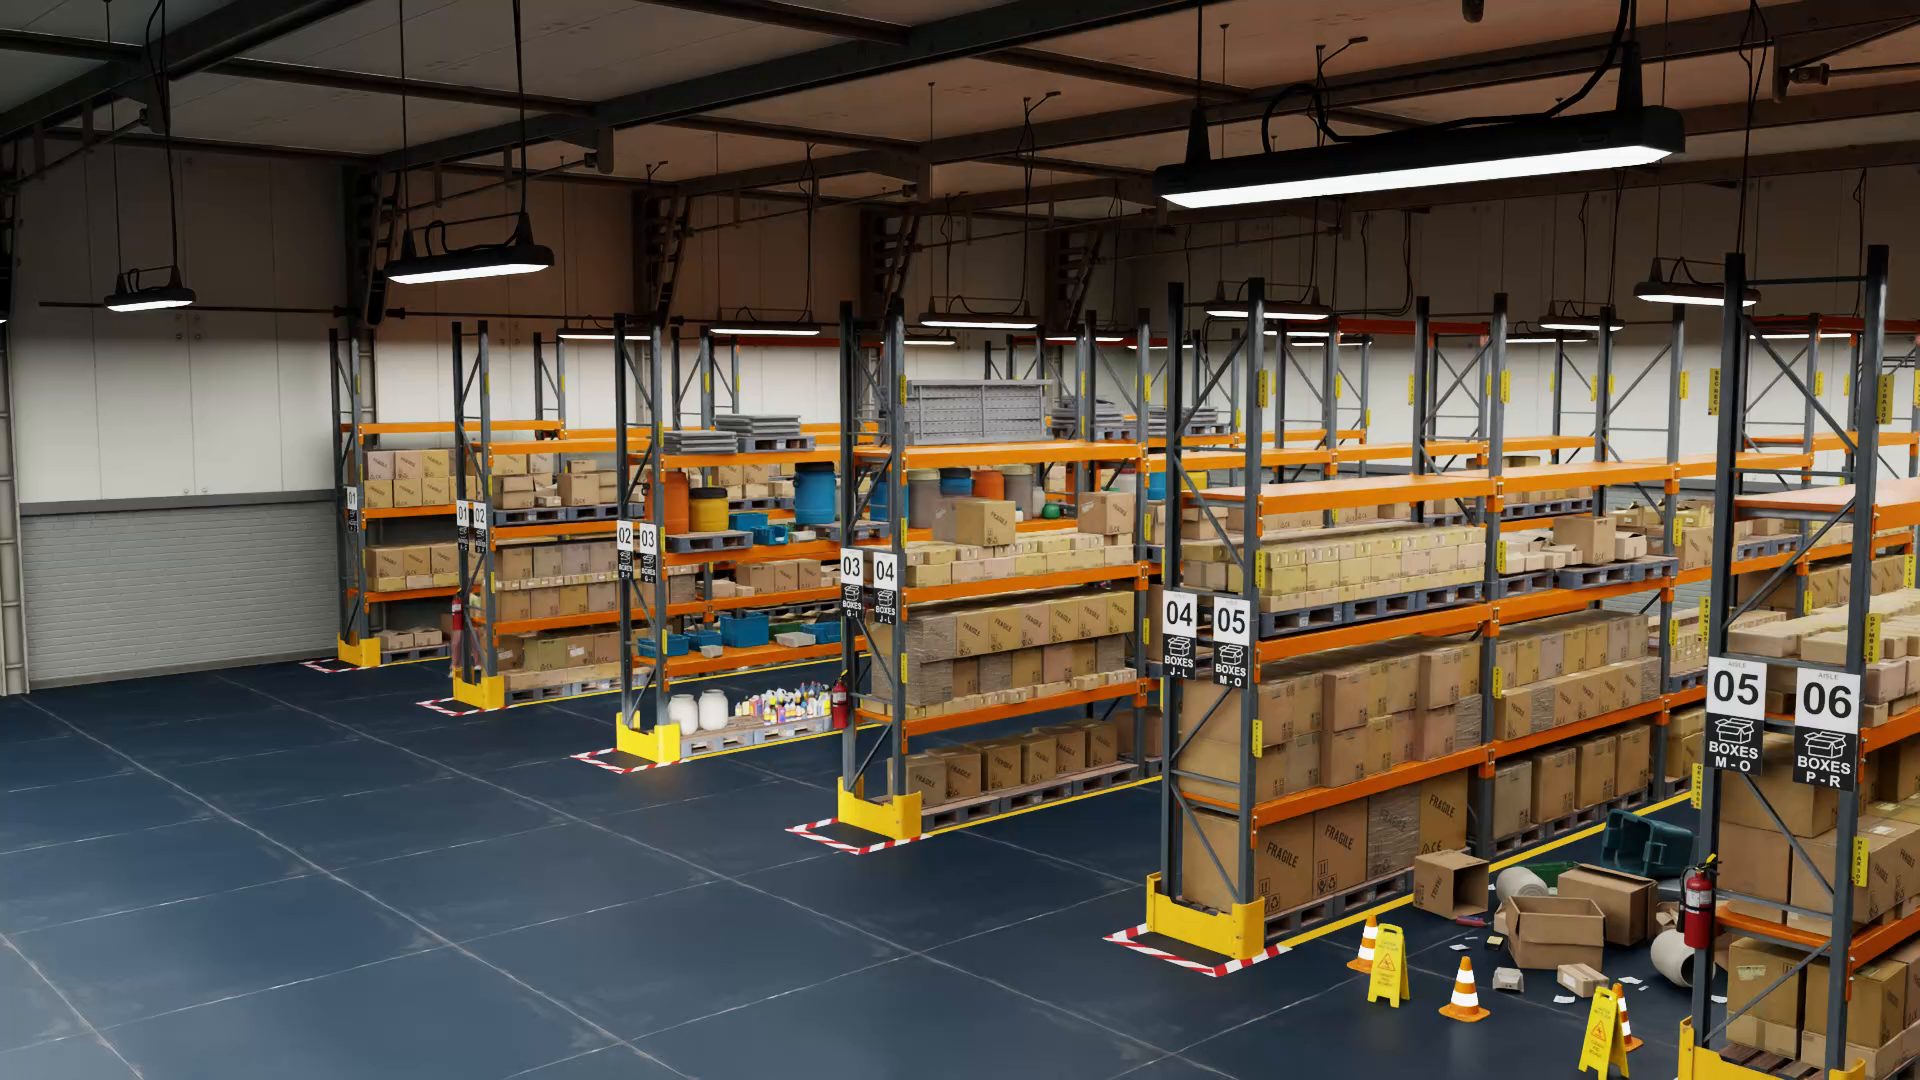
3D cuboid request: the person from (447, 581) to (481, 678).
[{"bbox_3d":[-8.547,1.512,28.765,0.510,1.681,0.860,1,6,14],"label":"person"}]
